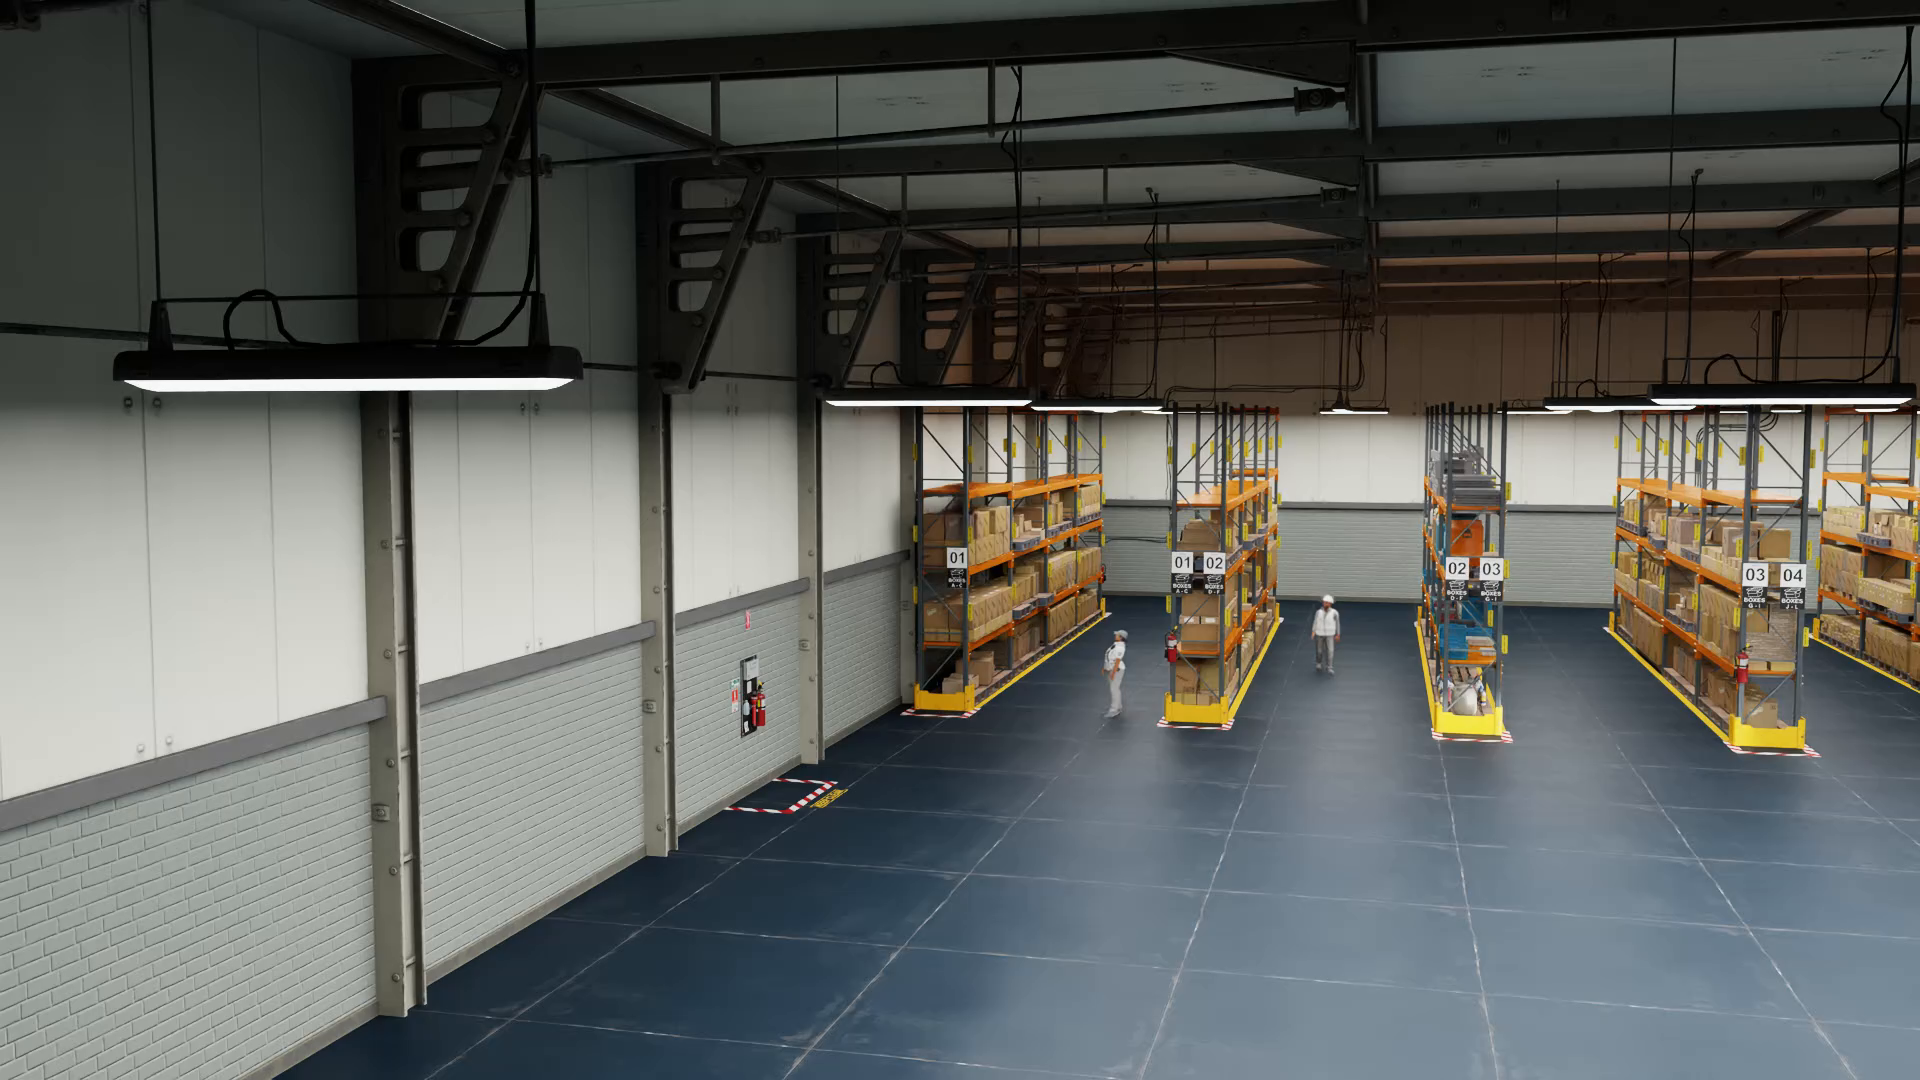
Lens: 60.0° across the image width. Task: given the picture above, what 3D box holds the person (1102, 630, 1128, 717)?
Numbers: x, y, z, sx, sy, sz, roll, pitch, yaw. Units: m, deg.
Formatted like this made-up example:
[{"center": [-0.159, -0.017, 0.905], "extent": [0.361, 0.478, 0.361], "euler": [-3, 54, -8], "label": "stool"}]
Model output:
[{"center": [2.943, 2.558, 31.993], "extent": [0.521, 1.672, 0.516], "euler": [-2, 4, -20], "label": "person"}]

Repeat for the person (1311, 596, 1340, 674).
[{"center": [8.182, 2.113, 37.204], "extent": [0.641, 1.734, 1.006], "euler": [1, 4, 8], "label": "person"}]
